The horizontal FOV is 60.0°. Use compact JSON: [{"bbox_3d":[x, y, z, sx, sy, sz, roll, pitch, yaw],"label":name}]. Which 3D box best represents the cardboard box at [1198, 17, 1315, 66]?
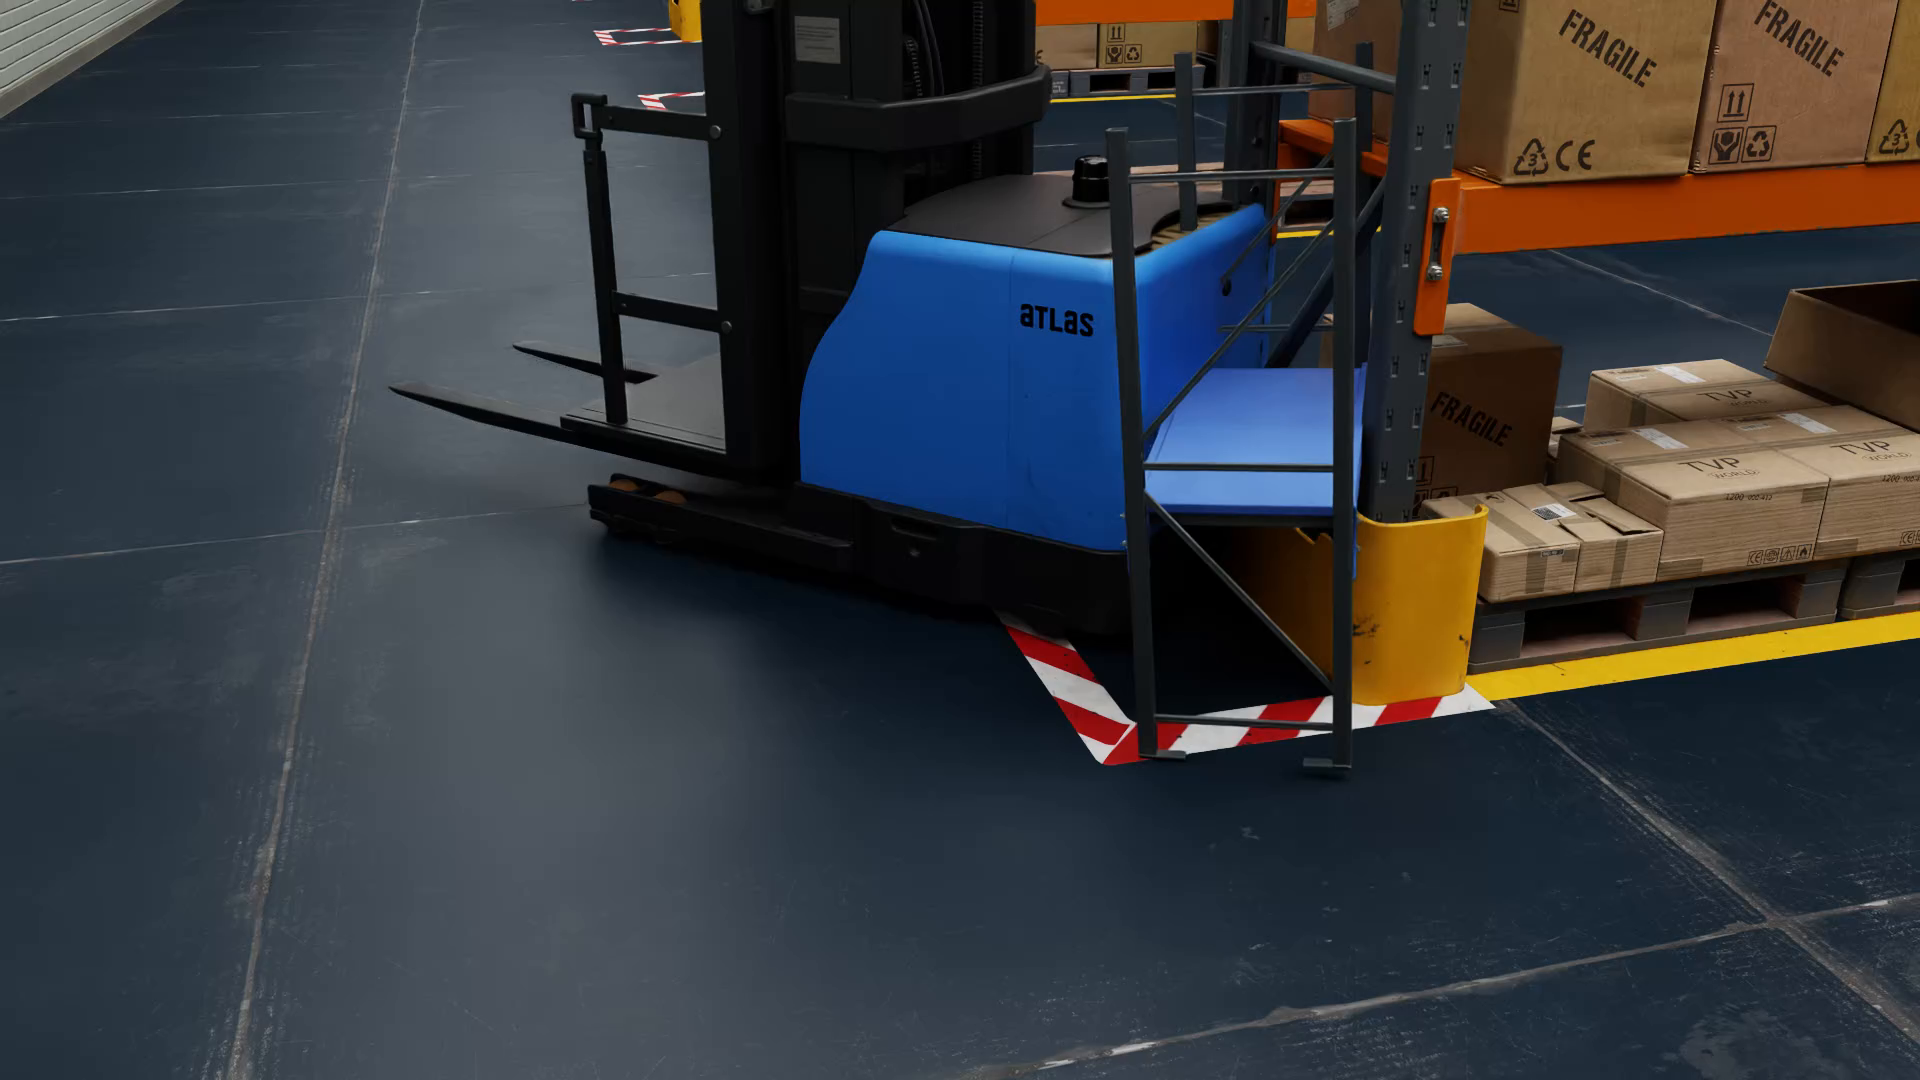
[{"bbox_3d":[2.733,-4.659,14.466,0.875,0.875,1.225,-6,24,-14],"label":"cardboard box"}]

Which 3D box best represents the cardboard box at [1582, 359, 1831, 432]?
[{"bbox_3d":[2.323,-0.359,5.212,0.500,0.250,0.500,-6,24,-14],"label":"cardboard box"}]

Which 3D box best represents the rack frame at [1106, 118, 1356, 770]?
[{"bbox_3d":[0.610,-0.157,3.664,0.500,1.500,0.032,1,25,15],"label":"rack frame"}]

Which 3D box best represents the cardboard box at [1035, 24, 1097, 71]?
[{"bbox_3d":[0.599,-4.447,13.973,0.875,0.875,0.875,-6,24,-14],"label":"cardboard box"}]

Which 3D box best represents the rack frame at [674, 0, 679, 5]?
[{"bbox_3d":[-2.972,-6.834,17.374,0.127,3.000,1.000,-6,24,-14],"label":"rack frame"}]

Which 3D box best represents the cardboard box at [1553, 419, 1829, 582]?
[{"bbox_3d":[2.025,-0.121,4.657,0.500,0.250,0.500,-6,24,-14],"label":"cardboard box"}]

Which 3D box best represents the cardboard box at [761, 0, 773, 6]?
[{"bbox_3d":[-1.134,-4.256,13.526,0.875,0.875,0.875,-6,24,-14],"label":"cardboard box"}]

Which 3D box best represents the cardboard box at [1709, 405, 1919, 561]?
[{"bbox_3d":[2.506,-0.174,4.782,0.500,0.250,0.500,-6,24,-14],"label":"cardboard box"}]

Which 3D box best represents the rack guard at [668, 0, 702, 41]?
[{"bbox_3d":[-2.898,-5.694,17.886,0.348,0.500,1.175,-6,24,-14],"label":"rack guard"}]

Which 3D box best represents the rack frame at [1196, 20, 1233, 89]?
[{"bbox_3d":[2.122,-5.367,13.953,0.127,3.000,1.000,-6,24,-14],"label":"rack frame"}]

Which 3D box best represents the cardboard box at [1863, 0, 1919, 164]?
[{"bbox_3d":[2.421,-1.282,4.306,0.500,0.500,0.500,-6,24,-15],"label":"cardboard box"}]

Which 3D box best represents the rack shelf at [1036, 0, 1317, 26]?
[{"bbox_3d":[1.534,-2.943,9.216,4.000,0.370,1.077,-6,24,-14],"label":"rack shelf"}]

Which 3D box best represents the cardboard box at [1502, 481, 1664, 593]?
[{"bbox_3d":[1.680,-0.020,4.528,0.250,0.166,0.380,-6,24,-14],"label":"cardboard box"}]

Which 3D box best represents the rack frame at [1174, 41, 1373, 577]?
[{"bbox_3d":[0.866,-0.576,4.554,0.500,1.500,0.032,1,25,15],"label":"rack frame"}]

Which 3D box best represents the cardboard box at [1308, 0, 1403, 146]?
[{"bbox_3d":[1.301,-1.376,4.526,0.500,0.500,0.500,-6,24,-13],"label":"cardboard box"}]

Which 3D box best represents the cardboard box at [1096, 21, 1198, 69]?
[{"bbox_3d":[1.465,-4.543,14.196,0.875,0.875,0.875,-6,24,-14],"label":"cardboard box"}]

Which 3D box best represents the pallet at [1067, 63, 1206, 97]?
[{"bbox_3d":[1.369,-4.034,14.383,1.213,0.211,1.003,-6,24,-14],"label":"pallet"}]

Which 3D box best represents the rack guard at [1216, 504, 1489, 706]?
[{"bbox_3d":[1.016,-0.038,4.706,0.348,0.500,1.175,-6,24,-14],"label":"rack guard"}]

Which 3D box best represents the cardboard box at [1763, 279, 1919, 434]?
[{"bbox_3d":[2.987,-0.458,5.121,0.637,0.503,0.797,-6,24,-14],"label":"cardboard box"}]

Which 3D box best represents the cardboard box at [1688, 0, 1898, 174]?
[{"bbox_3d":[1.937,-1.229,4.184,0.500,0.500,0.500,-7,24,-15],"label":"cardboard box"}]

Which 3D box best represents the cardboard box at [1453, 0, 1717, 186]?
[{"bbox_3d":[1.442,-1.172,4.051,0.500,0.500,0.500,-6,24,-13],"label":"cardboard box"}]

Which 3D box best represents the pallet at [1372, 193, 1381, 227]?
[{"bbox_3d":[2.763,-2.112,9.904,1.213,0.211,1.003,-6,24,-14],"label":"pallet"}]

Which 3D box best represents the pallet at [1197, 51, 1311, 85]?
[{"bbox_3d":[2.845,-4.196,14.761,1.213,0.211,1.003,-6,24,-14],"label":"pallet"}]

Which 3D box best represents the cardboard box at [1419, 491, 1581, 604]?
[{"bbox_3d":[1.439,0.015,4.469,0.250,0.149,0.380,-6,24,-14],"label":"cardboard box"}]

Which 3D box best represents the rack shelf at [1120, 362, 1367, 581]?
[{"bbox_3d":[0.754,-0.203,4.182,0.538,0.185,1.000,1,25,15],"label":"rack shelf"}]

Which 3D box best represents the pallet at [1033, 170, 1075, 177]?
[{"bbox_3d":[0.413,-1.852,9.298,1.213,0.211,1.003,-6,24,-14],"label":"pallet"}]

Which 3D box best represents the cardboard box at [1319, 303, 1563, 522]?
[{"bbox_3d":[1.400,-0.384,4.953,0.500,0.500,0.500,-6,24,-14],"label":"cardboard box"}]

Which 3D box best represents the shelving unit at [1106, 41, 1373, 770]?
[{"bbox_3d":[0.738,-0.367,4.109,0.538,1.500,1.048,1,25,15],"label":"shelving unit"}]

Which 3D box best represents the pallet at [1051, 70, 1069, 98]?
[{"bbox_3d":[0.192,-3.902,14.077,1.213,0.211,1.003,-6,24,-14],"label":"pallet"}]

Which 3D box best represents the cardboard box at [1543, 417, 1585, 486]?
[{"bbox_3d":[1.815,-0.240,5.040,0.250,0.166,0.380,-6,24,-14],"label":"cardboard box"}]

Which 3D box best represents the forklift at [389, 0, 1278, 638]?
[{"bbox_3d":[-0.586,-1.495,5.017,3.031,2.935,1.130,13,27,28],"label":"forklift"}]

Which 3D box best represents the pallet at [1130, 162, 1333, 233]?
[{"bbox_3d":[1.586,-1.980,9.597,1.213,0.211,1.003,-6,24,-14],"label":"pallet"}]

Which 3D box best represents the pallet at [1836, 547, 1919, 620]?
[{"bbox_3d":[2.956,-0.119,5.261,1.213,0.211,1.003,-6,24,-14],"label":"pallet"}]

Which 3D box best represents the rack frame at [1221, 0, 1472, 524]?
[{"bbox_3d":[0.943,-1.179,4.194,0.127,3.000,1.000,-6,24,-14],"label":"rack frame"}]

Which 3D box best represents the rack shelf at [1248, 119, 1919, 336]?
[{"bbox_3d":[2.869,-1.062,4.832,4.000,0.370,1.077,-6,24,-14],"label":"rack shelf"}]

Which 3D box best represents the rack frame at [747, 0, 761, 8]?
[{"bbox_3d":[-1.729,-4.941,12.960,0.127,3.000,1.000,-6,24,-14],"label":"rack frame"}]

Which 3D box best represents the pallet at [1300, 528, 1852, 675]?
[{"bbox_3d":[1.784,0.009,4.961,1.213,0.211,1.003,-6,24,-14],"label":"pallet"}]
